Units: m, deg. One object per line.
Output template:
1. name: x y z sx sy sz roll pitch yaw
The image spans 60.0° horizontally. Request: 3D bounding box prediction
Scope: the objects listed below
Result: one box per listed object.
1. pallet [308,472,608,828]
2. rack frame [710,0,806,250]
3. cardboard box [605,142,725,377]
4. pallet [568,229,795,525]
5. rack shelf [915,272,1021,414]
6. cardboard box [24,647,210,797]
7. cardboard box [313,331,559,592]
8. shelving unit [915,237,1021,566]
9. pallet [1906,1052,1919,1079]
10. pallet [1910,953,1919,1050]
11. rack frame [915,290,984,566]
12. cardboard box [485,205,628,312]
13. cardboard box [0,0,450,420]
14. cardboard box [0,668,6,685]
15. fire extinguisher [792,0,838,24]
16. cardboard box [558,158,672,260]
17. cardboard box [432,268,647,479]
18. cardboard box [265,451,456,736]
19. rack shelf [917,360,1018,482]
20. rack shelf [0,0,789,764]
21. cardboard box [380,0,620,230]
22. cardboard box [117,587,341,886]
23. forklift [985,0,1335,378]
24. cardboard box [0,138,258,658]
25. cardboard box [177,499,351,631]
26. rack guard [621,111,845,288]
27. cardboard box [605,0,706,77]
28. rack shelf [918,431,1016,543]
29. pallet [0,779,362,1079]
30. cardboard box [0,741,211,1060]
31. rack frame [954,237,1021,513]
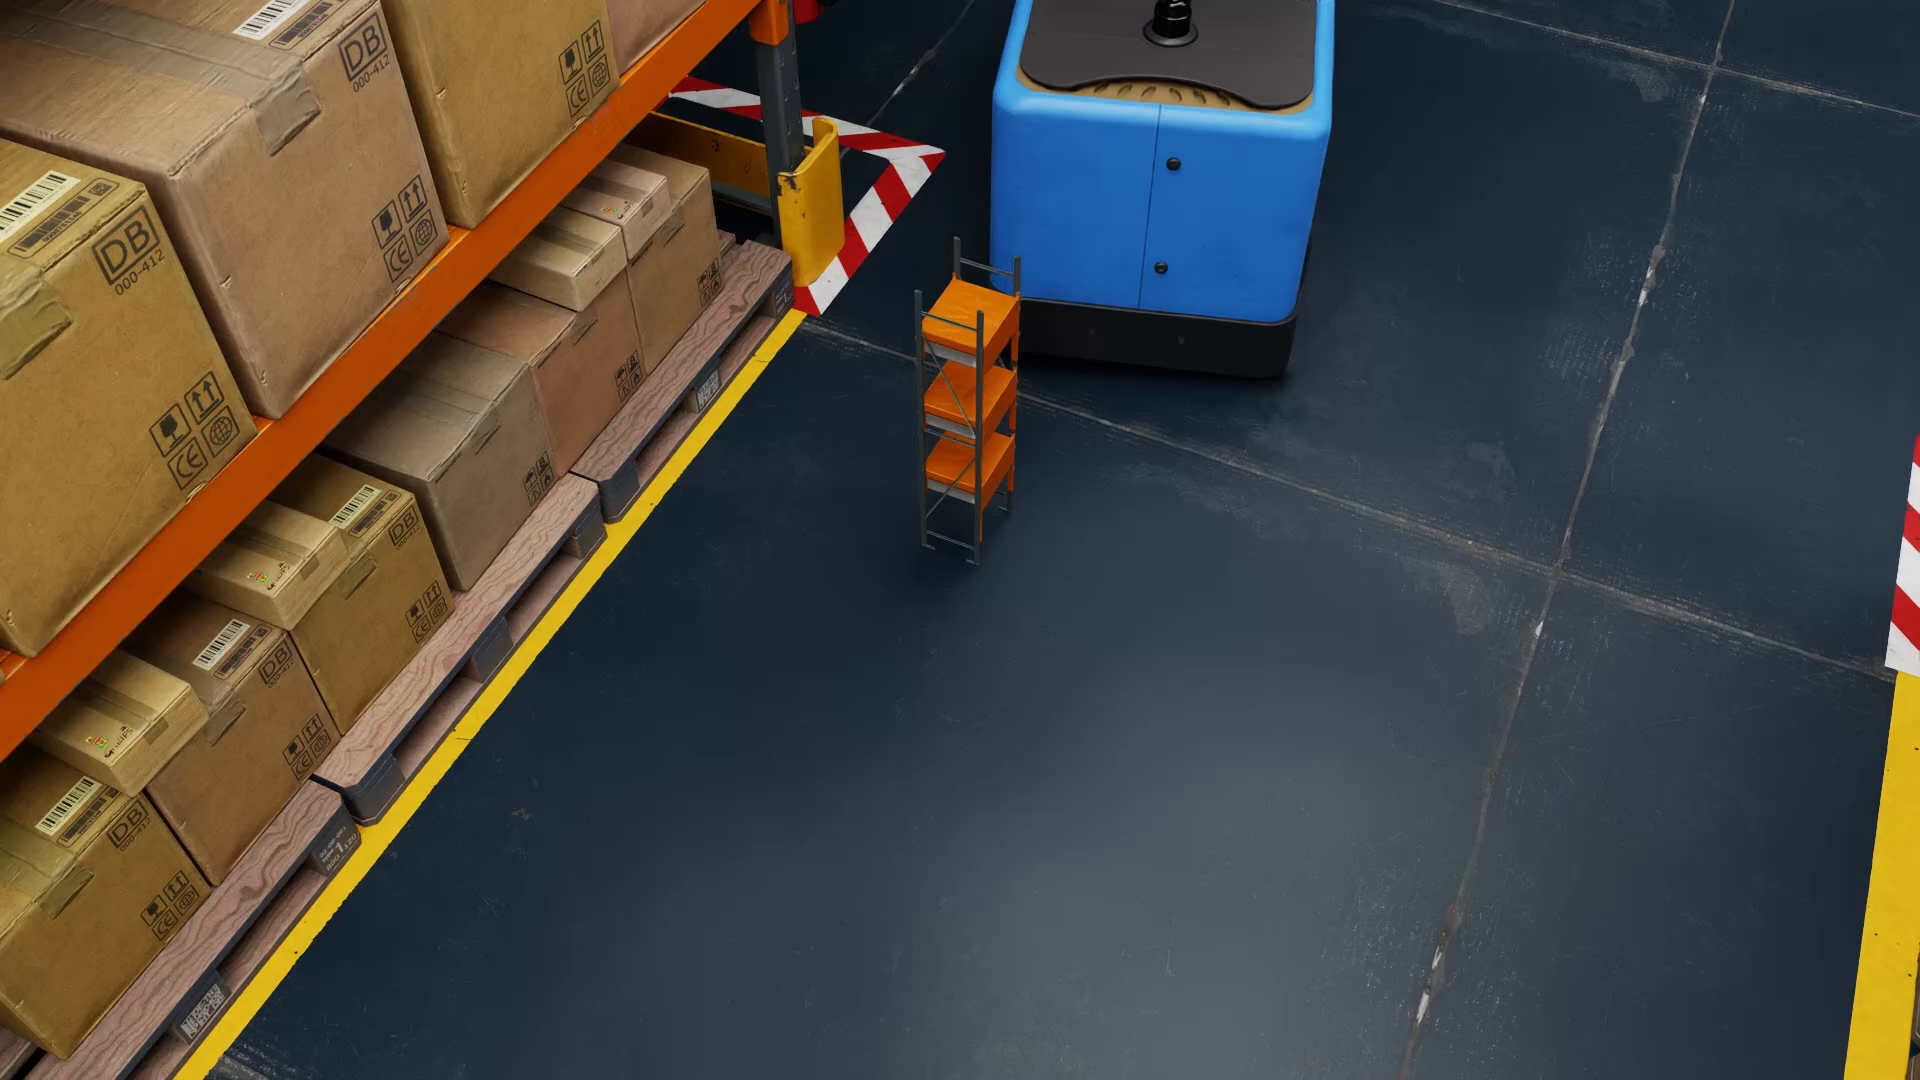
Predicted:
1. pallet: -1.811 0.154 4.980 1.003 0.211 1.213 20 52 16
2. rack frame: -1.018 -2.163 5.121 1.000 3.000 0.127 20 52 16
3. cardboard box: -1.226 -0.974 5.475 0.700 0.500 0.500 20 52 16
4. pallet: -1.289 -0.683 5.693 1.003 0.211 1.213 20 52 16
5. rack shelf: 0.023 -0.554 4.673 0.215 0.259 0.240 20 52 16
6. cardboard box: -2.003 0.397 3.882 0.380 0.149 0.250 21 53 17
7. cardboard box: -1.654 -0.283 4.887 0.700 0.500 0.500 18 52 15
8. shelving unit: 0.023 -0.377 4.882 0.215 1.050 0.252 20 52 16
9. pallet: 2.568 1.789 3.590 1.003 0.211 1.213 20 52 16
10. pallet: 3.090 0.952 4.302 1.003 0.211 1.213 20 52 16
11. rack frame: -0.029 -0.293 4.810 0.200 1.050 0.008 20 52 16
12. cardboard box: -1.225 -0.861 4.952 0.380 0.149 0.250 21 53 17
13. cardboard box: -1.861 -0.879 3.831 0.980 0.700 0.700 18 52 14
14. cardboard box: -2.480 0.126 2.976 0.980 0.700 0.700 21 53 17
15. fire extinguisher: -0.536 -1.971 5.253 0.296 0.674 0.183 20 52 16
16. cardboard box: -1.117 -1.037 5.102 0.380 0.149 0.250 19 52 16
17. cardboard box: -1.440 -0.630 5.182 0.700 0.500 0.500 20 52 16
18. cardboard box: -1.876 0.086 4.573 0.700 0.500 0.500 21 53 17
19. rack shelf: 0.023 -0.370 4.890 0.215 0.259 0.240 20 52 16
20. rack shelf: -1.872 -0.553 4.223 1.077 0.370 4.000 20 52 16
21. cardboard box: -1.527 -1.401 4.276 0.980 0.700 0.700 19 52 16
22. cardboard box: -2.097 0.439 4.272 0.700 0.500 0.500 19 52 16
23. forklift: 0.826 -2.640 5.572 1.130 2.935 3.031 7 50 6
24. cardboard box: -2.163 -0.375 3.402 0.980 0.700 0.700 19 52 15
25. cardboard box: -1.780 0.038 4.188 0.380 0.149 0.250 18 52 15
26. rack guard: -1.008 -1.369 6.087 1.175 0.500 0.348 20 52 16
27. cardboard box: -1.227 -1.906 4.705 0.980 0.700 0.700 22 53 18
28. rack shelf: 0.023 -0.190 5.101 0.215 0.259 0.240 20 52 16
29. pallet: -2.331 0.997 4.263 1.003 0.211 1.213 20 52 16
30. cardboard box: -2.314 0.784 3.979 0.700 0.500 0.500 20 53 17
31. rack frame: 0.075 -0.461 4.953 0.200 1.050 0.008 20 52 16
